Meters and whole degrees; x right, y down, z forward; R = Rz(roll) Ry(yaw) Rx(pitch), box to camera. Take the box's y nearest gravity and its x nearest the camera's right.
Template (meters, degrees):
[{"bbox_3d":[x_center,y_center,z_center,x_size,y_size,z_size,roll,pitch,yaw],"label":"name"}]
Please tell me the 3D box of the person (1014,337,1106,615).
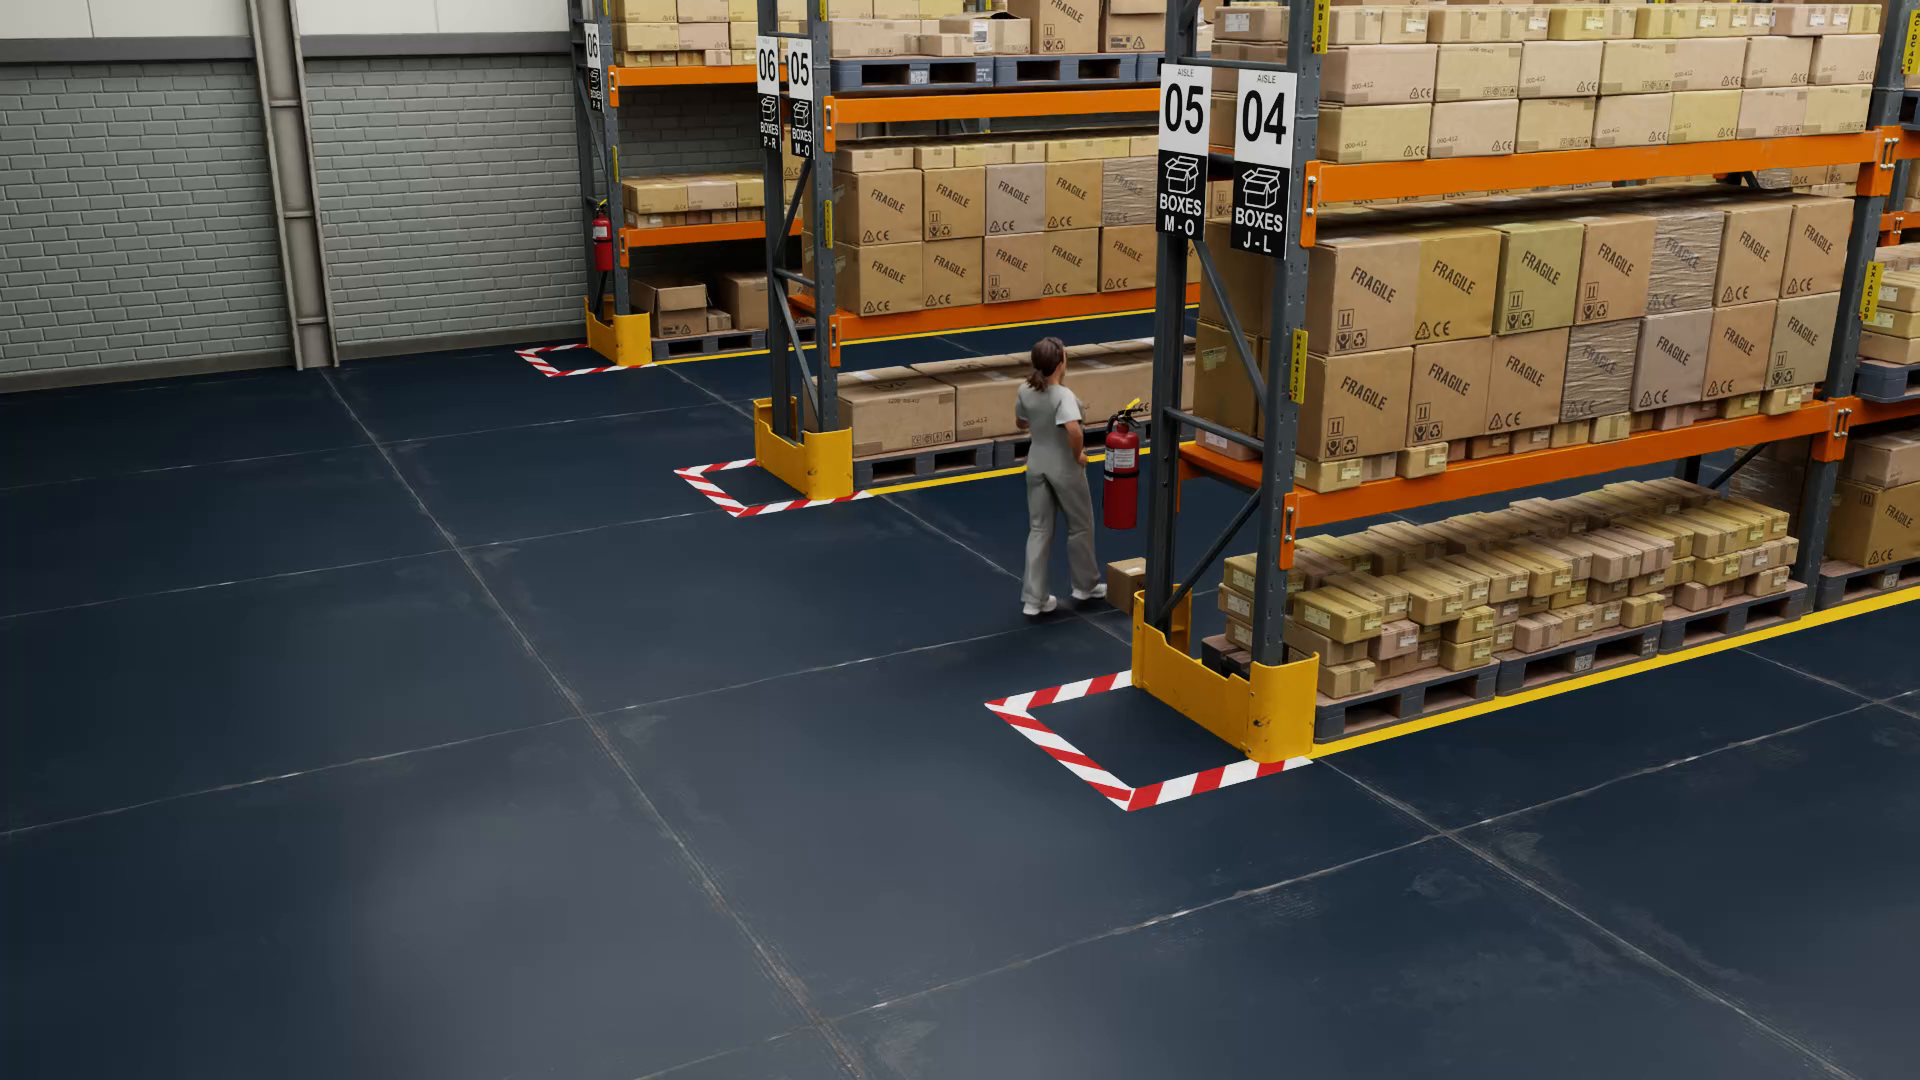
[{"bbox_3d":[0.626,-0.398,9.691,0.595,1.655,0.718,14,23,35],"label":"person"}]
